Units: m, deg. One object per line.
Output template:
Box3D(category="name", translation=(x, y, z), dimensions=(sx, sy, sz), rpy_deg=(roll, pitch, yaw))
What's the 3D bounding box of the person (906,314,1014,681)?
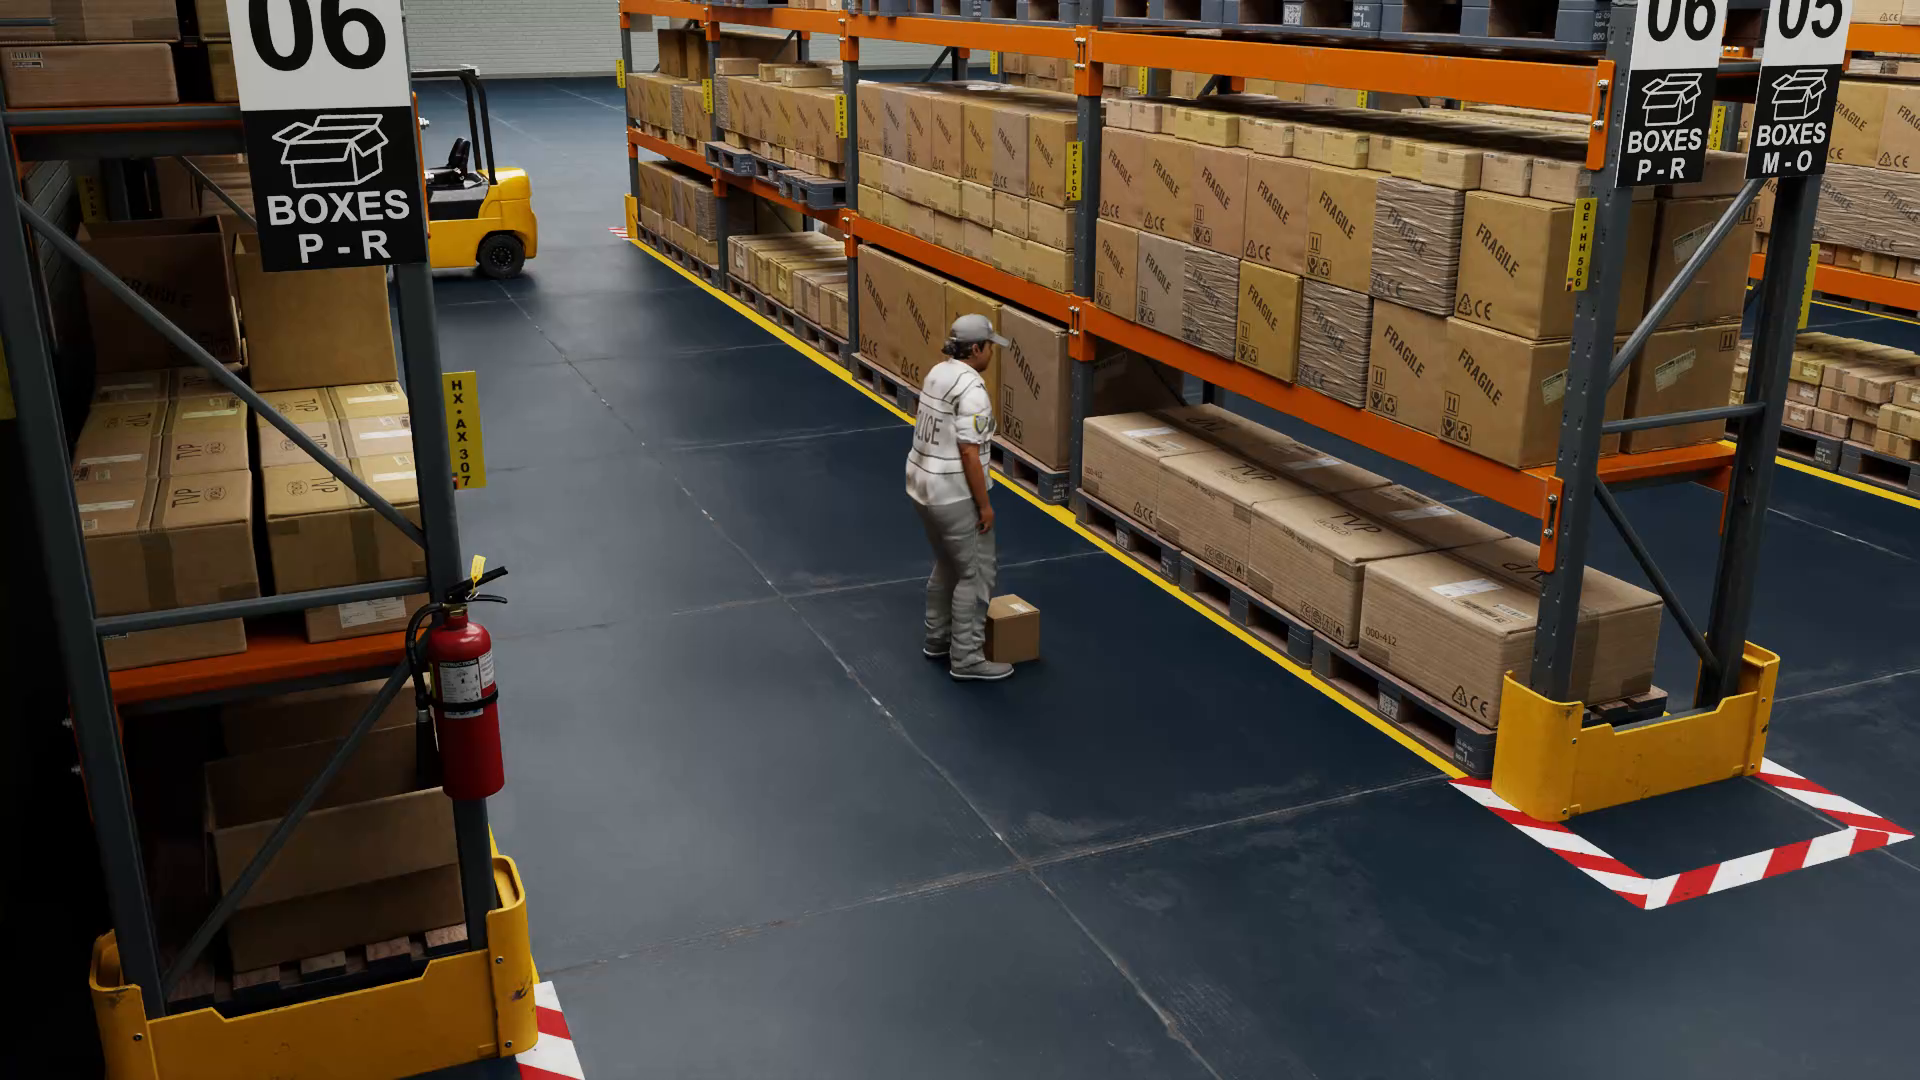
Box3D(category="person", translation=(0.014, -0.205, 7.651), dimensions=(0.472, 1.666, 0.544), rpy_deg=(-8, 21, -22))
